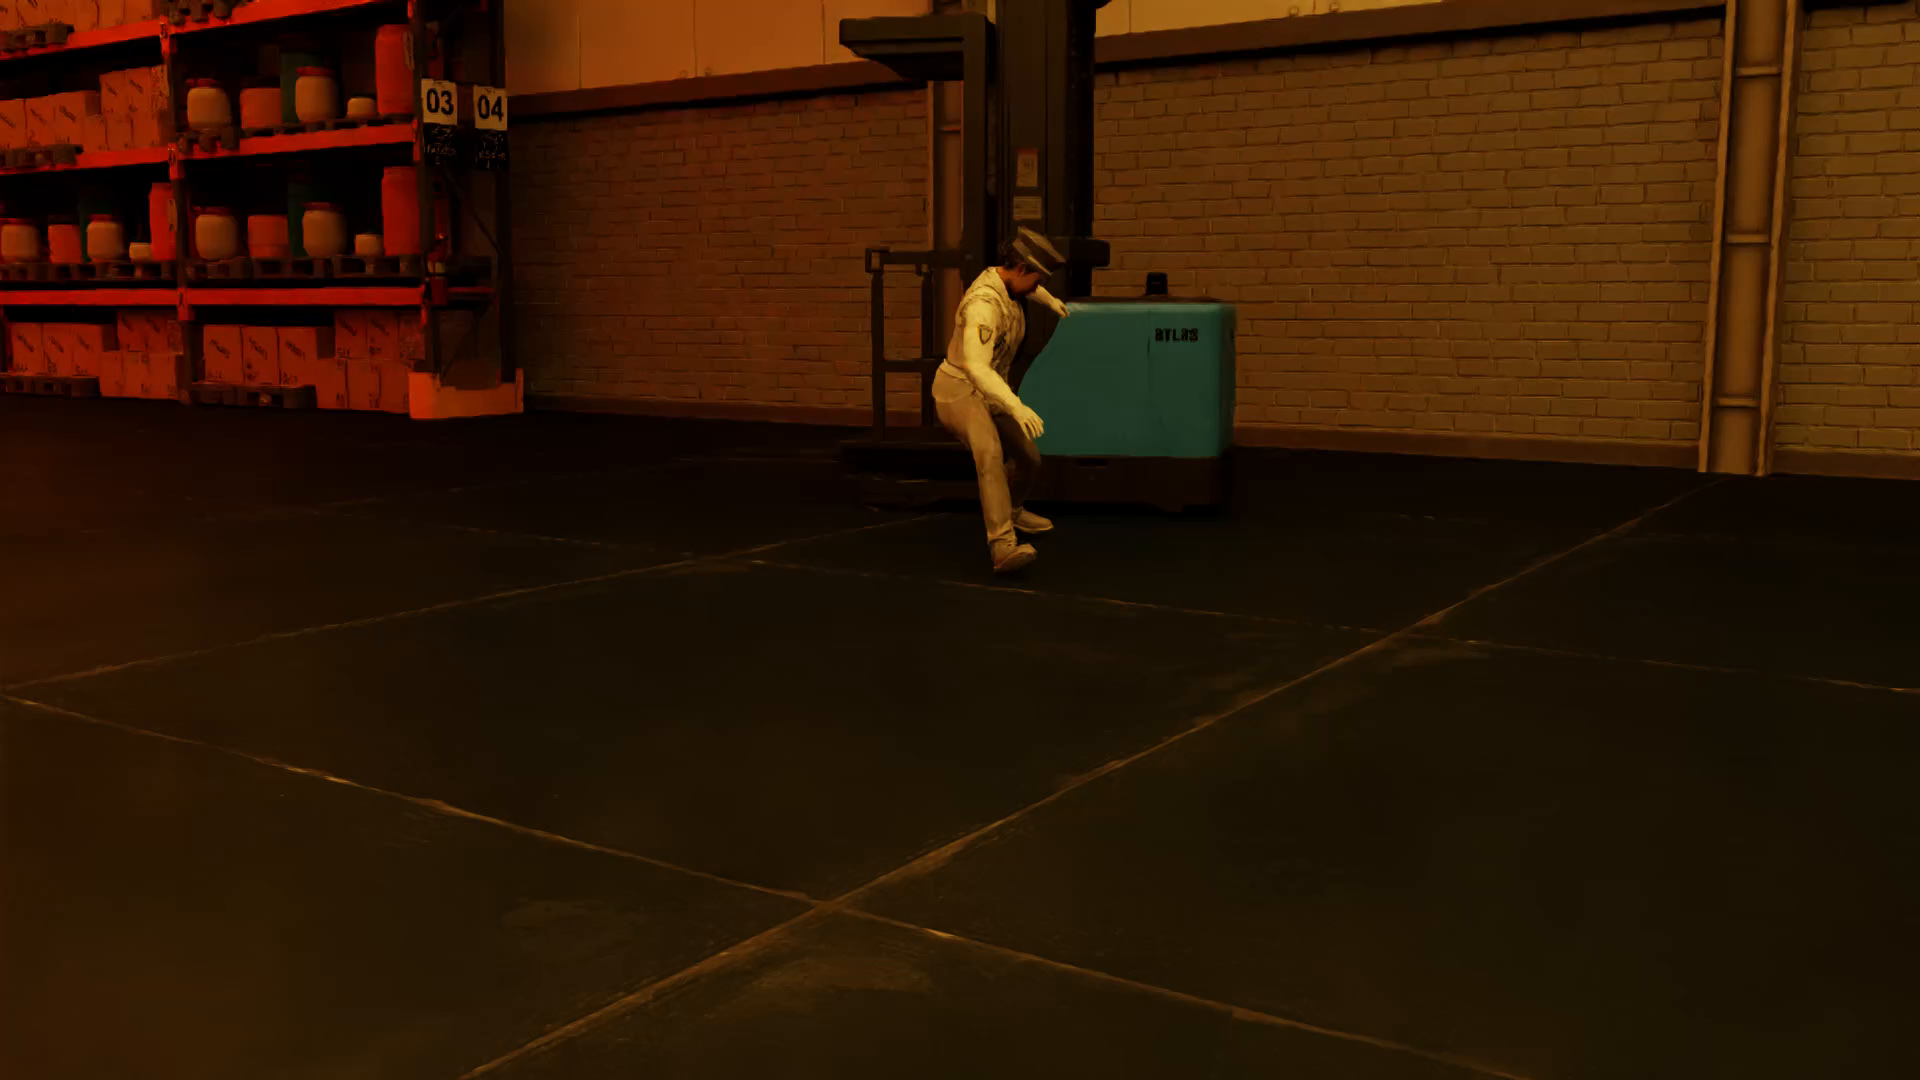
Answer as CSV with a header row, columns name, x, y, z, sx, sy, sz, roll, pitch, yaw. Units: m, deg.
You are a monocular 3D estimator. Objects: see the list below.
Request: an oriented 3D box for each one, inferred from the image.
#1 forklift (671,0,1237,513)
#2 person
name,x,y,z,sx,sy,sz,roll,pitch,yaw
forklift,-0.049,-1.674,8.964,3.031,2.935,1.130,2,8,14
person,0.237,-0.618,7.061,0.727,1.393,1.232,4,9,27
